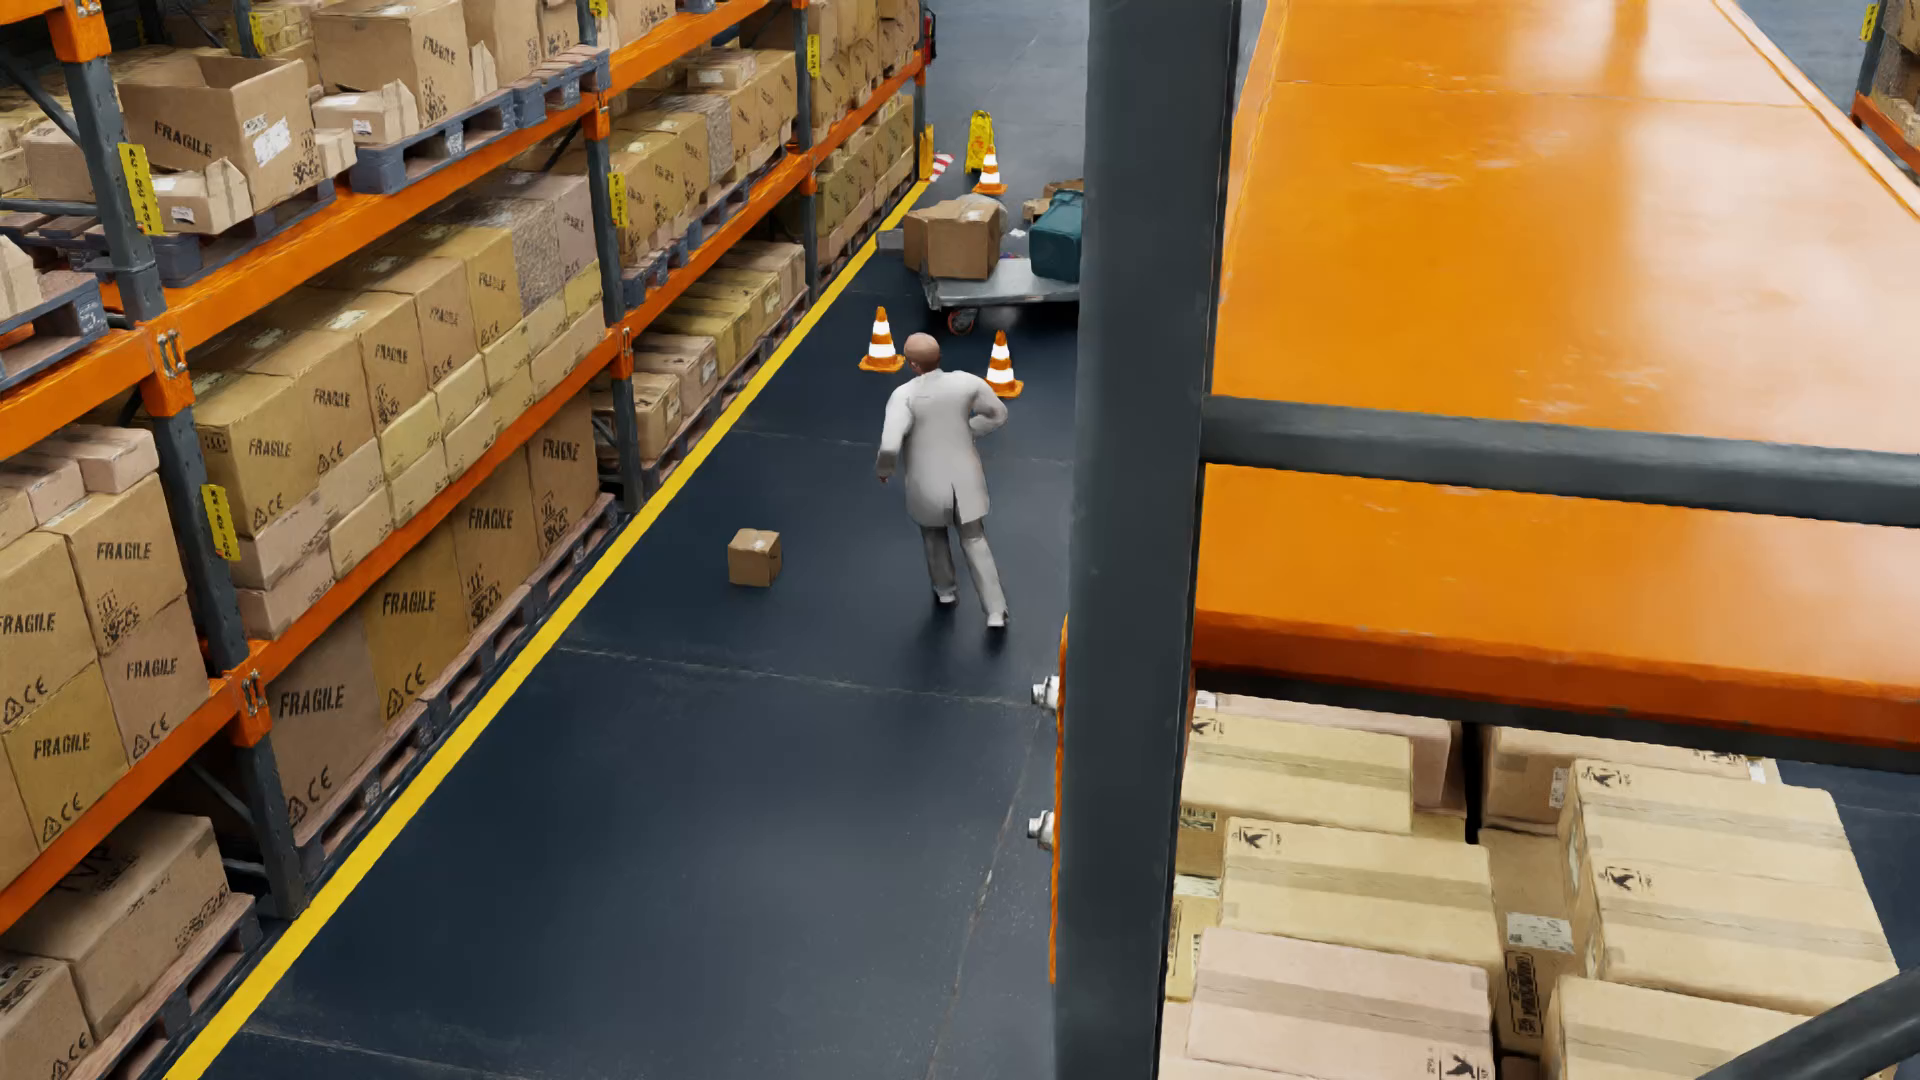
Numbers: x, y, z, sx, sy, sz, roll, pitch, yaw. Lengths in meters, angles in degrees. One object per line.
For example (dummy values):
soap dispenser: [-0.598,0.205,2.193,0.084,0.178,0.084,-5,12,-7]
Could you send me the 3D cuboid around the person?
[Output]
person: [-0.121,-0.281,9.246,0.769,1.663,0.894,-9,30,-17]
